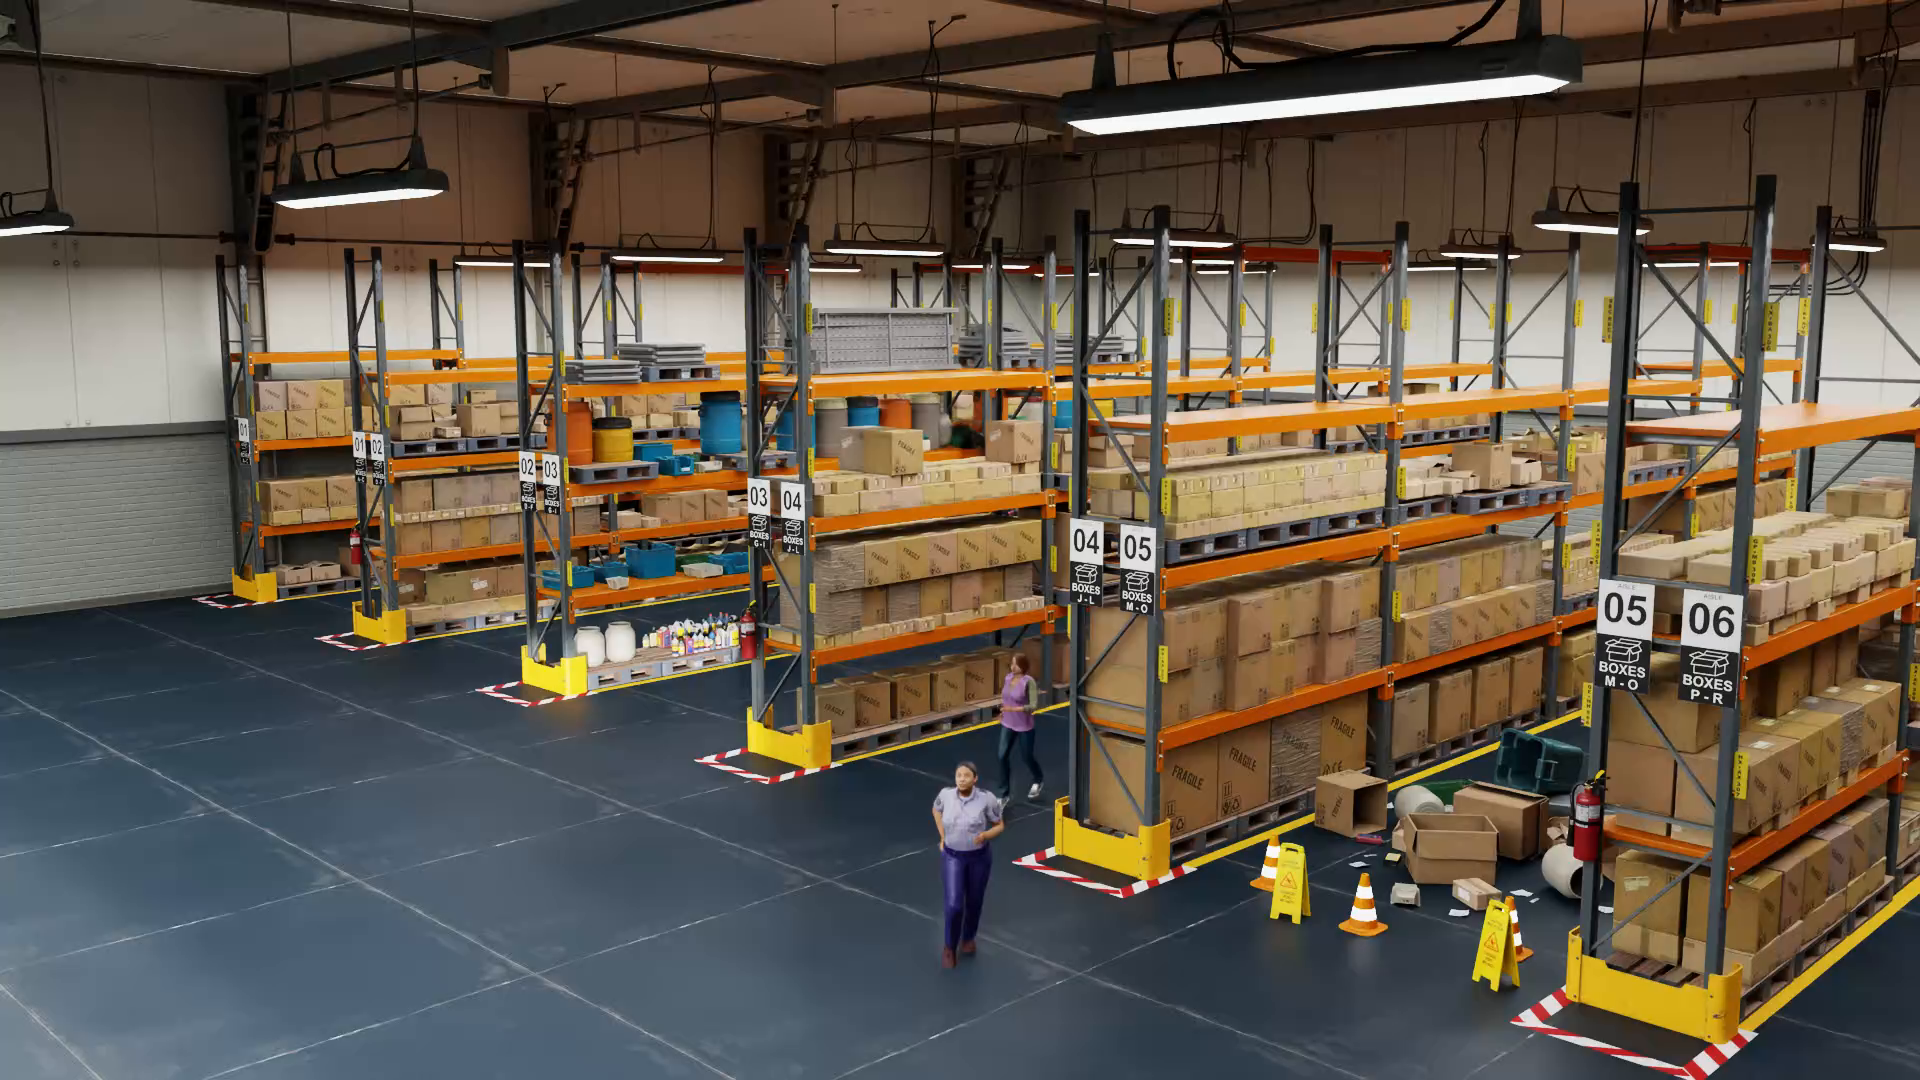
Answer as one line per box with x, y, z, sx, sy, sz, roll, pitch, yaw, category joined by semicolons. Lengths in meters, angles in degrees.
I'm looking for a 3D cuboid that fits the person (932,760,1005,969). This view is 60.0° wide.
0.061;2.549;13.027;0.574;1.678;0.697;0;8;2;person

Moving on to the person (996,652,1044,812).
0.610;1.992;17.132;0.521;1.546;0.759;5;10;33;person
